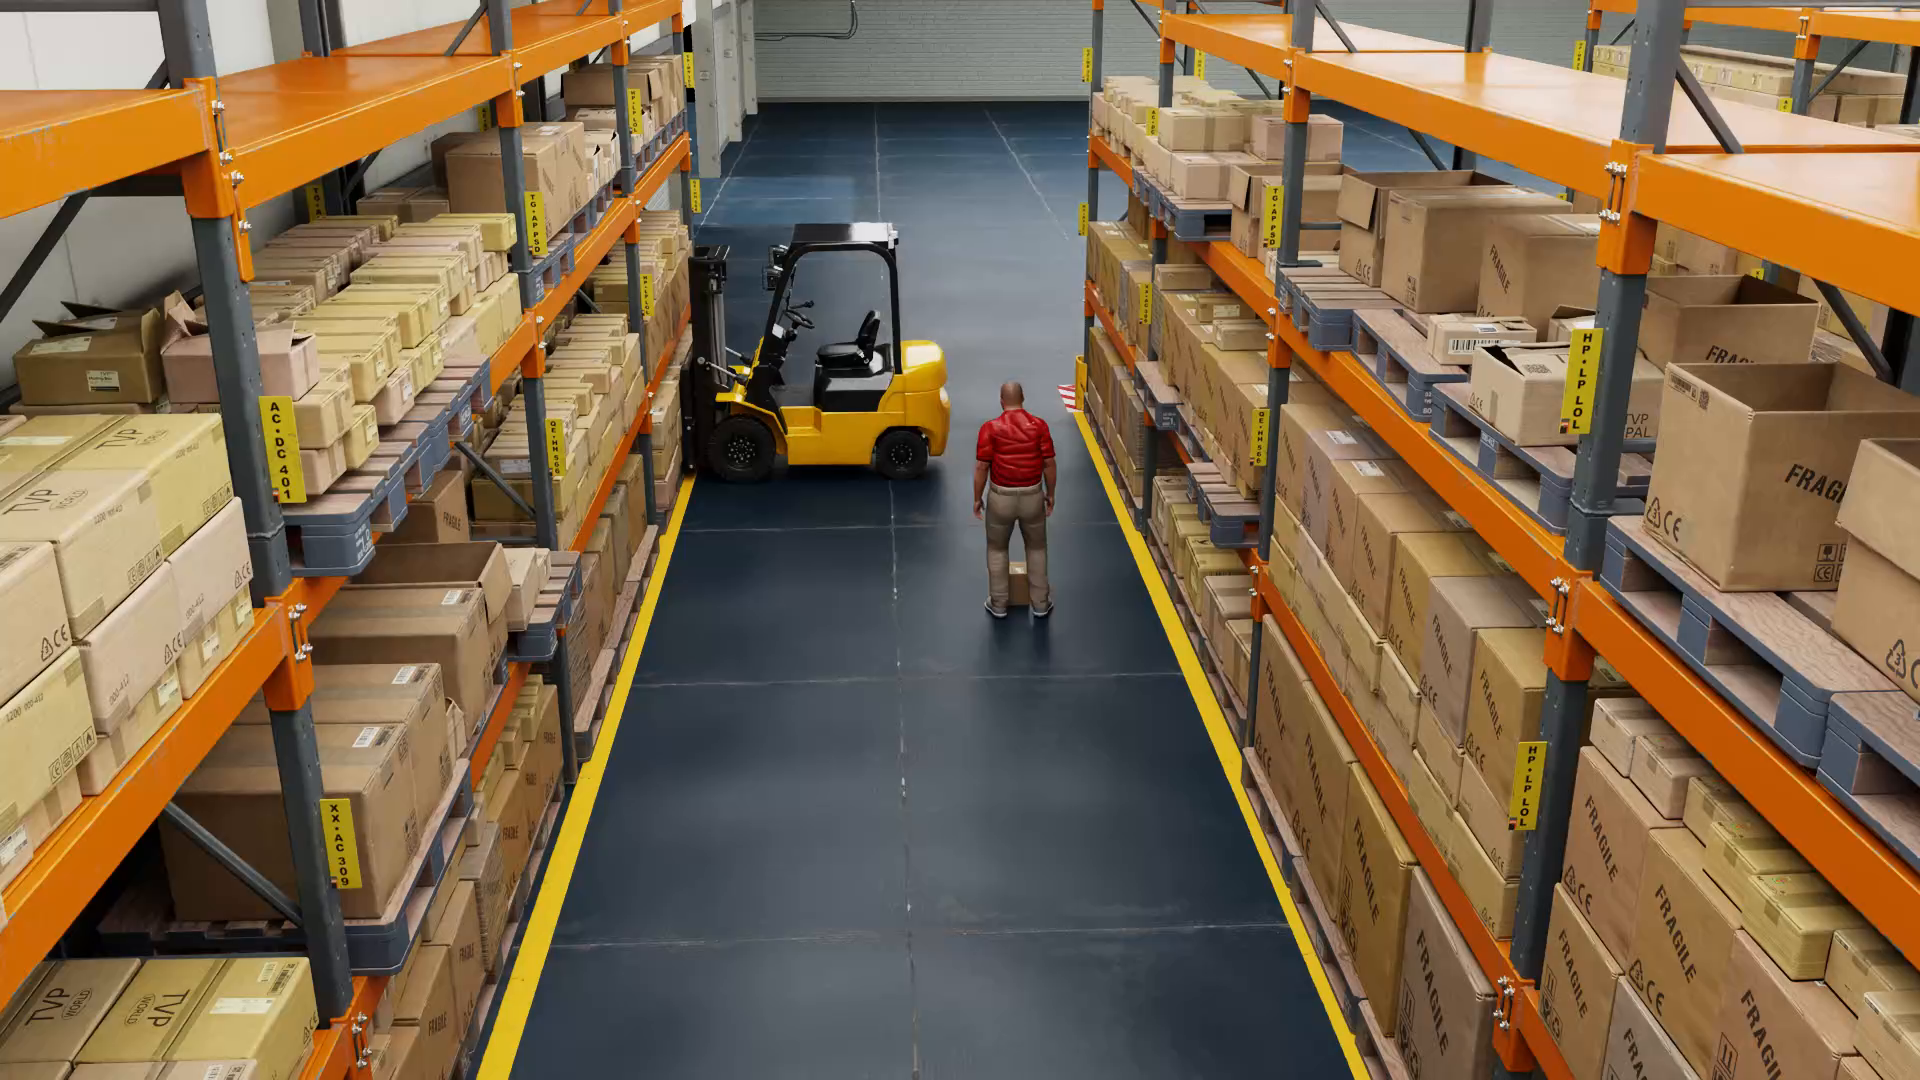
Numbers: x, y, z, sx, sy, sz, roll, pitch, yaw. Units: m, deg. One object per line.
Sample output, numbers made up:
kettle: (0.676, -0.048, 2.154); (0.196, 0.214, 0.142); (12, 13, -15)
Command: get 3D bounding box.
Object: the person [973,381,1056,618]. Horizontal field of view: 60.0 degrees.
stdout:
person: (0.394, -0.285, 11.867); (0.606, 1.728, 0.400); (-2, 20, -6)
